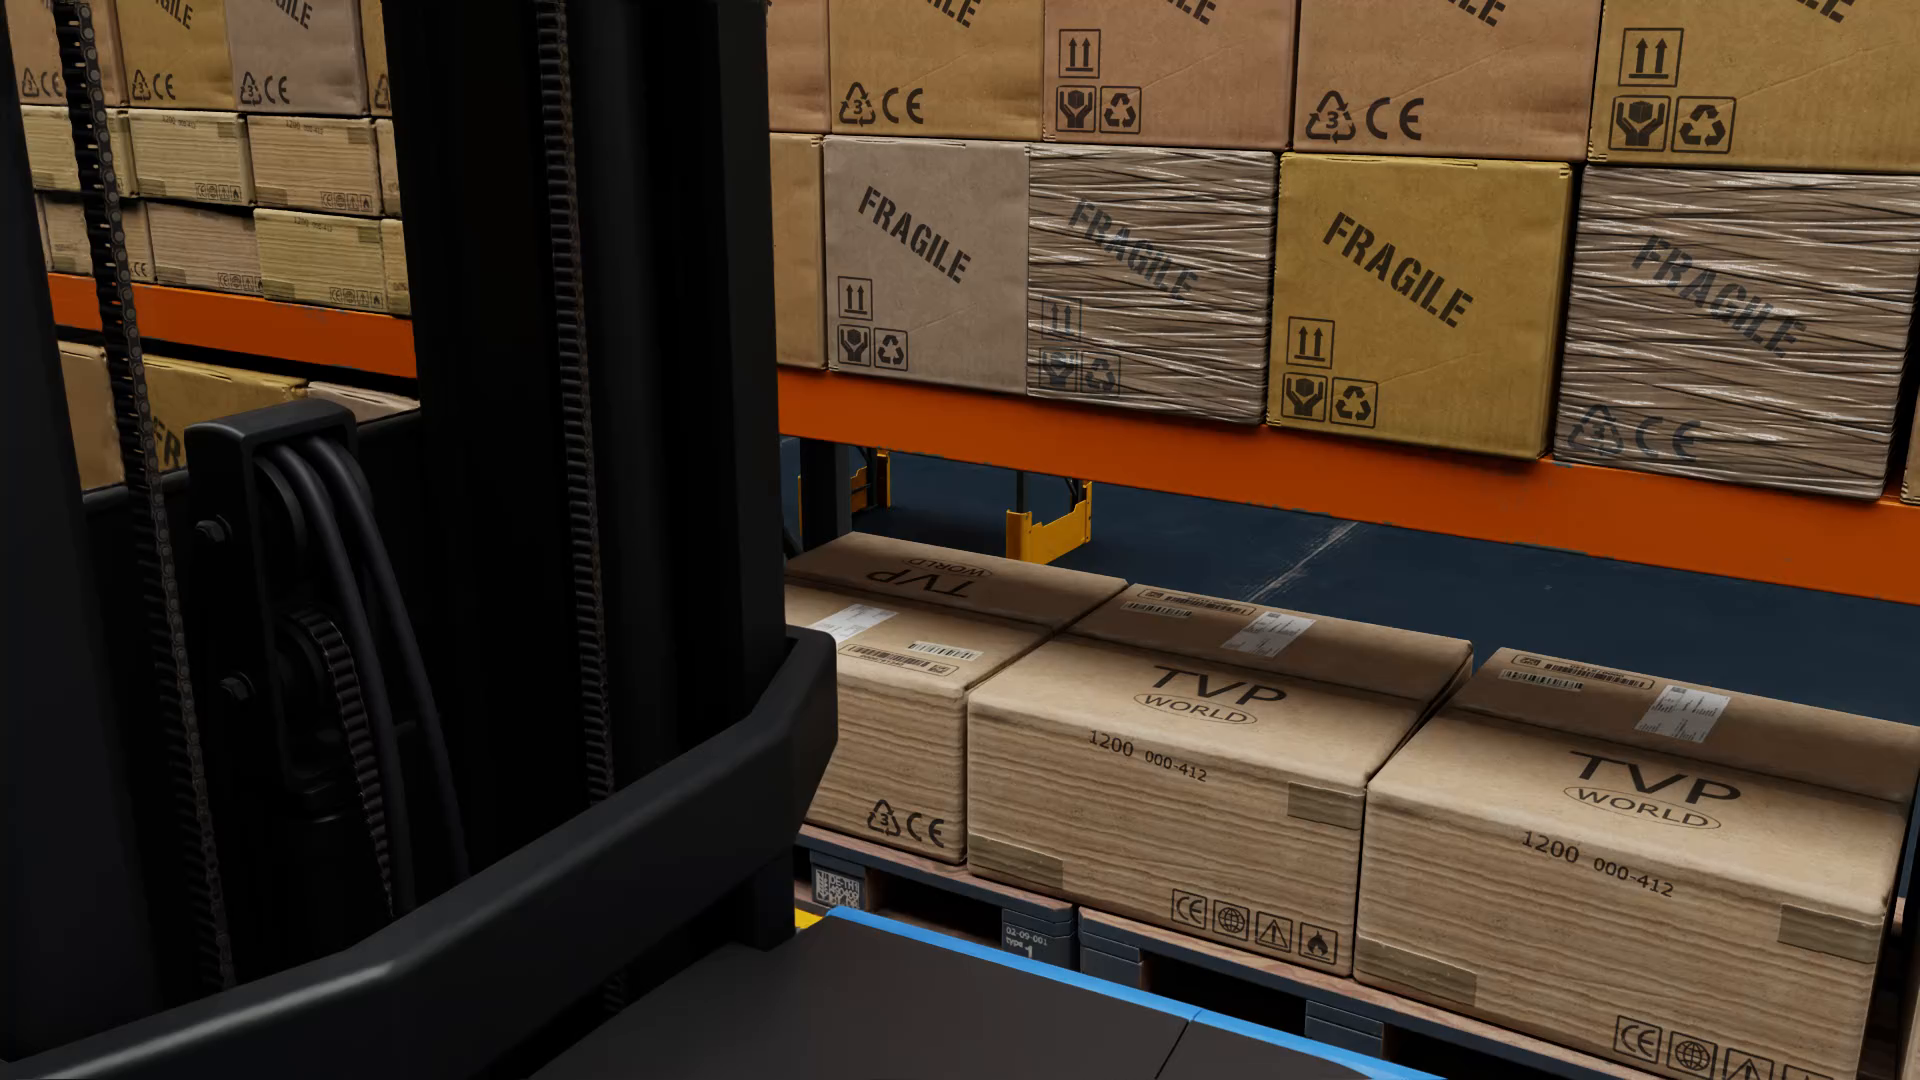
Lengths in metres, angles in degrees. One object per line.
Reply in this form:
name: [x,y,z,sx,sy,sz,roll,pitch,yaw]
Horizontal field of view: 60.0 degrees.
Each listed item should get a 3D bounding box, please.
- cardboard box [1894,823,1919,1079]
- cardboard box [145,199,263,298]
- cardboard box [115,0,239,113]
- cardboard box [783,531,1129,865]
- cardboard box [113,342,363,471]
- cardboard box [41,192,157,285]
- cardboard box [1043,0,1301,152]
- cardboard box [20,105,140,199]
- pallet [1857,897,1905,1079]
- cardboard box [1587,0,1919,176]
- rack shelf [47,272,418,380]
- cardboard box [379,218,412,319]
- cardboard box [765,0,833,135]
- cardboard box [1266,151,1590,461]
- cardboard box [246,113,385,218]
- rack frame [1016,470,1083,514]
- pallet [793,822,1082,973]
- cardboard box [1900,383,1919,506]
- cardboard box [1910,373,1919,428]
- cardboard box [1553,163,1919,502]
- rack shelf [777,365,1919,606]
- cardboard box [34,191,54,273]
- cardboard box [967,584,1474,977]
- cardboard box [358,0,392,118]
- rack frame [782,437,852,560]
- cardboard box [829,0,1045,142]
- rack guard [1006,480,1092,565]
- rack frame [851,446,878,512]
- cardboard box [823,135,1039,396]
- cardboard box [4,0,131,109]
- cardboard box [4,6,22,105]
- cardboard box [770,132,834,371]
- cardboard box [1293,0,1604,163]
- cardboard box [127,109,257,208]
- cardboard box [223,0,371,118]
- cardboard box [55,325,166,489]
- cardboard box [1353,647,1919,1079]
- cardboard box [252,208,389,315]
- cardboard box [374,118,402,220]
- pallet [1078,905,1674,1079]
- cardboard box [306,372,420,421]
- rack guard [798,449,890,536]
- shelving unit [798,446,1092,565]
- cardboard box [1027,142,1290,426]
cardboard box: [2.159,0.765,2.889,0.875,0.438,0.875,9,19,28]
cardboard box: [-2.002,-0.886,4.896,0.500,0.250,0.500,10,19,29]
cardboard box: [-2.013,-1.484,4.713,0.500,0.500,0.500,11,20,32]
cardboard box: [-0.156,0.354,4.241,0.875,0.438,0.875,10,19,29]
cardboard box: [-1.978,-0.187,5.270,0.875,0.875,0.875,11,20,32]
cardboard box: [-2.444,-0.964,5.151,0.500,0.250,0.500,10,20,30]
cardboard box: [0.502,-1.028,3.212,0.500,0.500,0.500,11,20,31]
cardboard box: [-2.457,-1.193,5.044,0.500,0.250,0.500,11,20,31]
pallet: [2.052,1.047,3.070,1.213,0.211,1.003,10,20,30]
cardboard box: [1.358,-0.874,2.704,0.500,0.500,0.500,10,20,30]
rack shelf: [-2.339,-0.753,5.437,4.000,0.370,1.077,10,20,30]
cardboard box: [-1.149,-0.727,4.372,0.500,0.250,0.500,10,19,29]
cardboard box: [-0.355,-1.187,3.735,0.500,0.500,0.500,10,20,30]
cardboard box: [0.915,-0.472,3.101,0.500,0.500,0.500,11,20,32]
cardboard box: [-1.567,-1.042,4.547,0.500,0.250,0.500,11,20,31]
rack frame: [0.360,-0.653,6.451,0.032,1.500,0.500,10,20,30]
pallet: [-0.027,0.676,4.292,1.213,0.211,1.003,10,20,30]
cardboard box: [1.805,-0.320,2.603,0.500,0.500,0.500,10,19,29]
cardboard box: [1.646,-0.528,3.288,0.500,0.500,0.500,10,20,30]
cardboard box: [1.361,-0.396,2.853,0.500,0.500,0.500,11,20,32]
rack shelf: [1.070,-0.145,3.434,4.000,0.370,1.077,10,20,30]
cardboard box: [-2.867,-1.038,5.396,0.500,0.250,0.500,11,20,32]
cardboard box: [0.608,0.490,3.793,0.875,0.438,0.875,9,19,28]
cardboard box: [-1.146,-1.325,4.190,0.500,0.500,0.500,11,20,32]
rack frame: [-0.634,-0.793,4.331,0.127,3.000,1.000,10,20,30]
cardboard box: [0.072,-1.109,3.477,0.500,0.500,0.500,10,19,29]
rack guard: [0.359,-0.055,6.634,0.087,0.250,0.587,10,20,30]
rack frame: [-0.506,-0.808,6.961,0.032,1.500,0.500,10,20,30]
cardboard box: [0.055,-0.627,3.613,0.500,0.500,0.500,10,20,30]
cardboard box: [-2.462,-1.559,4.960,0.500,0.500,0.500,10,20,31]
cardboard box: [-2.890,-1.637,5.216,0.500,0.500,0.500,11,20,32]
cardboard box: [-0.372,-0.705,3.868,0.500,0.500,0.500,11,20,32]
cardboard box: [0.931,-0.951,2.957,0.500,0.500,0.500,10,20,30]
cardboard box: [-2.012,-1.119,4.802,0.500,0.250,0.500,11,20,31]
cardboard box: [-1.591,-1.402,4.443,0.500,0.500,0.500,11,20,31]
cardboard box: [-2.740,-0.323,5.718,0.875,0.875,0.875,10,20,31]
cardboard box: [1.375,0.628,3.340,0.875,0.438,0.875,11,20,32]
cardboard box: [-1.582,-0.805,4.628,0.500,0.250,0.500,10,19,29]
cardboard box: [-1.137,-0.967,4.303,0.500,0.250,0.500,10,20,30]
pallet: [1.016,0.862,3.682,1.213,0.211,1.003,10,20,30]
cardboard box: [-1.205,-0.052,4.824,0.875,0.875,0.875,11,20,32]
rack guard: [-0.489,-0.207,7.132,0.087,0.250,0.587,10,20,30]
shelving unit: [-0.065,-0.729,6.701,1.083,1.500,0.587,10,20,30]
cardboard box: [0.476,-0.550,3.359,0.500,0.500,0.500,10,20,30]
